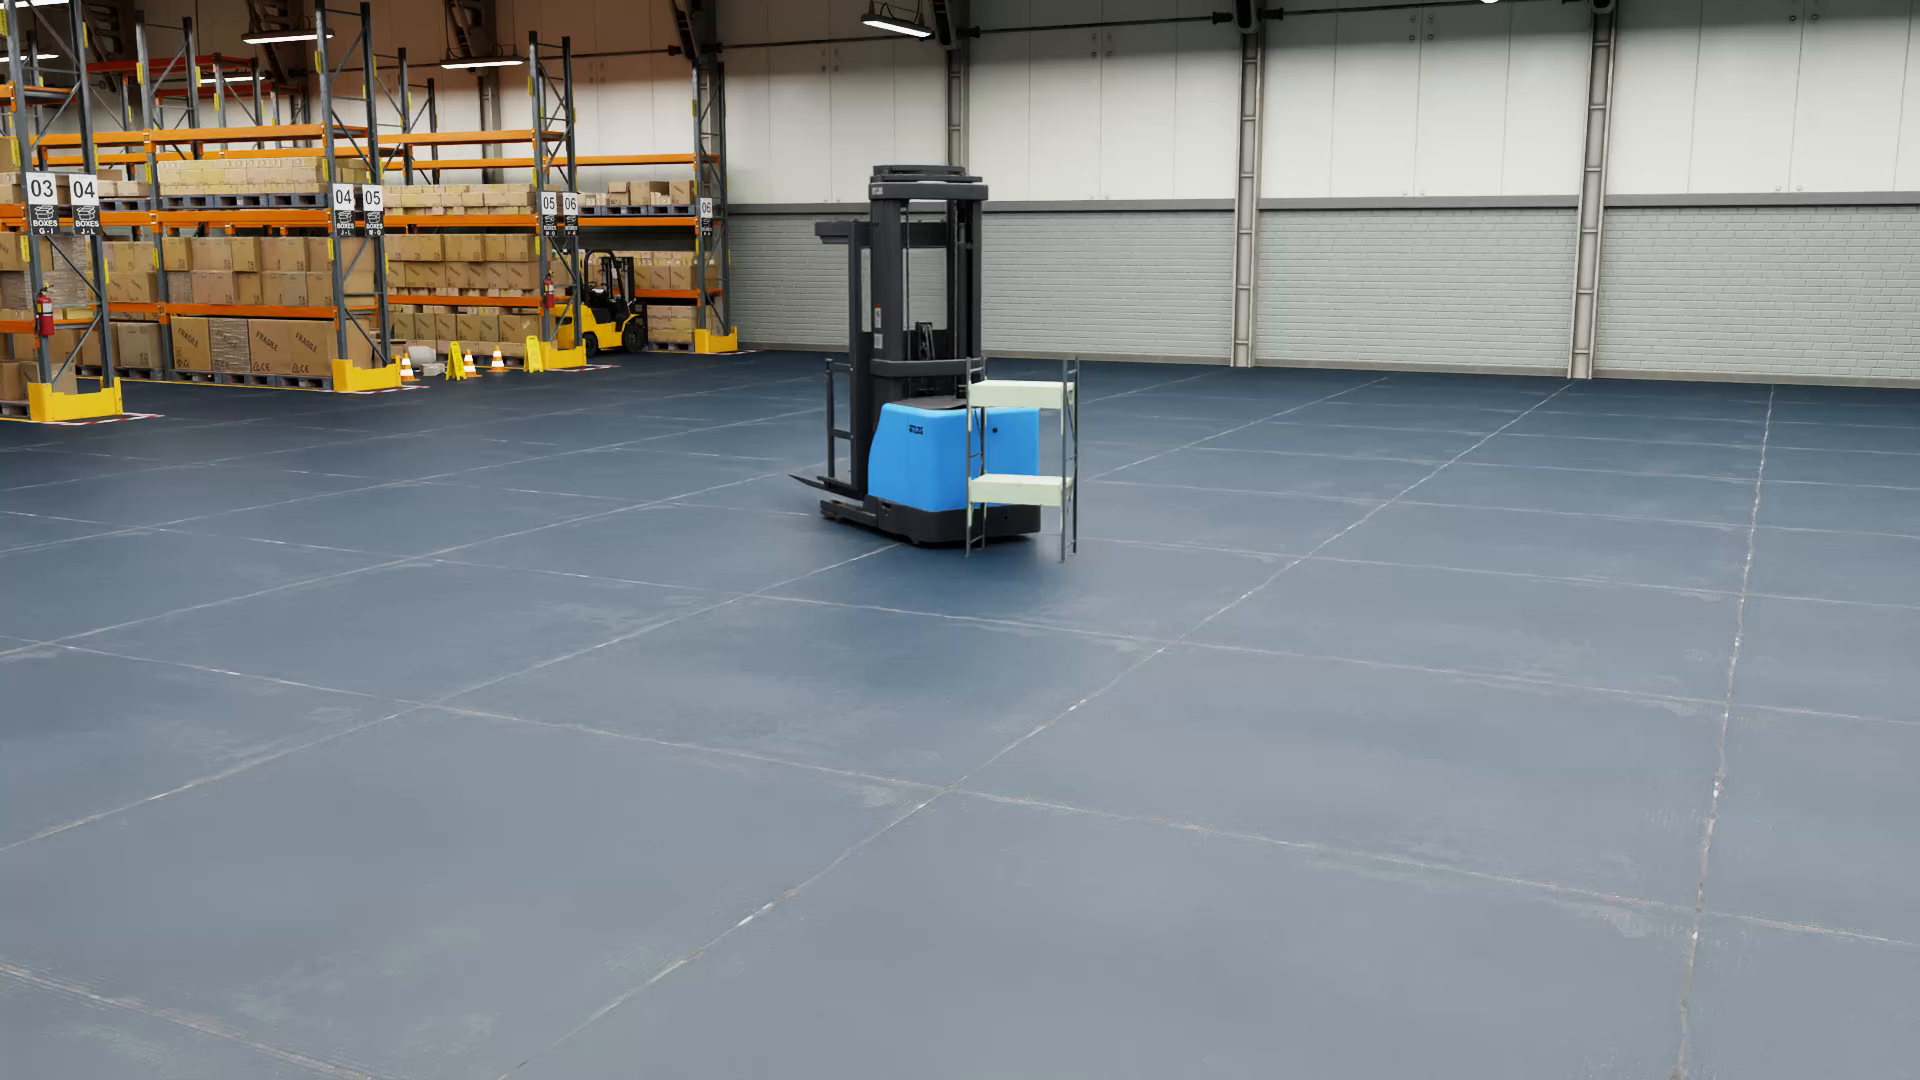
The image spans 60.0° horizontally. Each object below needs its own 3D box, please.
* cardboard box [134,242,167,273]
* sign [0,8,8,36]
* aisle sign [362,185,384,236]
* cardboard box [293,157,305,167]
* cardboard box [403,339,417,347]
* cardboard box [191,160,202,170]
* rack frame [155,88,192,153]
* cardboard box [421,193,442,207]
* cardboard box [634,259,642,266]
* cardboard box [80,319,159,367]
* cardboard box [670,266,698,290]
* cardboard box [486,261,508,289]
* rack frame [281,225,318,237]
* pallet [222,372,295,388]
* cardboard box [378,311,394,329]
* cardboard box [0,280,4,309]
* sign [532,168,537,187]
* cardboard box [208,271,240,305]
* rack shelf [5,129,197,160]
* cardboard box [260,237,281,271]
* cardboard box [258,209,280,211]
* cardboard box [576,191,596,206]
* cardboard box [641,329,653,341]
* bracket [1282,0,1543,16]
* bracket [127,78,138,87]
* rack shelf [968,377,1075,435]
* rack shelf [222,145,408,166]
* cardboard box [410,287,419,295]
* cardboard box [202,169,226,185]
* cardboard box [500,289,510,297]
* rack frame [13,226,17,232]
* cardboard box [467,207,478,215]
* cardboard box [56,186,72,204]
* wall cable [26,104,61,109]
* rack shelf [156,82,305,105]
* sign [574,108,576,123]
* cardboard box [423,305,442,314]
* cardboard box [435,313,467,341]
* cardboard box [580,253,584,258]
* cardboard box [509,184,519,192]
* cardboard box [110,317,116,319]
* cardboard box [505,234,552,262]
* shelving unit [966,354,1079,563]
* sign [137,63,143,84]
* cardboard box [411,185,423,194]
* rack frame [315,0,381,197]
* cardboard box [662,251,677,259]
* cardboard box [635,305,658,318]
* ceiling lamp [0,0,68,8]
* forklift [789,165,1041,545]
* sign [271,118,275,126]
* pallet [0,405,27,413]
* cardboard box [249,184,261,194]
[{"bbox_3d":[-13.537,-4.799,28.234,0.500,0.500,0.700,5,11,25],"label":"cardboard box"},{"bbox_3d":[-12.051,-6.523,20.934,0.005,0.325,0.100,5,11,26],"label":"sign"},{"bbox_3d":[-9.306,-5.226,26.382,0.004,0.787,0.394,5,11,26],"label":"aisle sign"},{"bbox_3d":[-10.177,-5.897,25.975,0.250,0.149,0.380,5,11,26],"label":"cardboard box"},{"bbox_3d":[-10.580,-3.782,32.246,0.500,0.250,0.500,4,11,23],"label":"cardboard box"},{"bbox_3d":[-12.229,-6.077,26.970,0.250,0.149,0.380,5,11,25],"label":"cardboard box"},{"bbox_3d":[-19.558,-9.709,41.606,0.127,3.000,1.000,5,11,26],"label":"rack frame"},{"bbox_3d":[-9.806,-6.407,31.374,0.500,0.250,0.500,5,11,26],"label":"cardboard box"},{"bbox_3d":[-6.806,-5.944,35.548,0.250,0.149,0.380,5,11,26],"label":"cardboard box"},{"bbox_3d":[-14.549,-3.430,28.899,0.750,0.750,1.050,5,11,26],"label":"cardboard box"},{"bbox_3d":[-5.767,-5.542,35.147,0.500,0.500,0.500,5,11,25],"label":"cardboard box"},{"bbox_3d":[-8.458,-4.937,30.972,0.500,0.500,0.500,5,11,26],"label":"cardboard box"},{"bbox_3d":[-15.971,-6.441,40.398,0.127,3.000,1.000,5,11,26],"label":"rack frame"},{"bbox_3d":[-11.344,-2.679,27.440,1.213,0.211,1.003,5,11,26],"label":"pallet"},{"bbox_3d":[-13.302,-5.143,39.064,0.500,0.500,0.500,5,11,25],"label":"cardboard box"},{"bbox_3d":[-12.770,-3.384,22.387,0.500,0.500,0.875,5,11,26],"label":"cardboard box"},{"bbox_3d":[-7.666,-6.527,29.965,0.005,0.325,0.100,5,11,26],"label":"sign"},{"bbox_3d":[-11.818,-4.165,27.399,0.550,0.550,0.875,5,11,26],"label":"cardboard box"},{"bbox_3d":[-14.883,-6.778,28.558,4.000,0.370,1.077,5,11,26],"label":"rack shelf"},{"bbox_3d":[-10.794,-4.639,26.988,0.550,0.550,0.875,5,11,26],"label":"cardboard box"},{"bbox_3d":[-13.731,-6.782,33.578,0.500,0.500,0.700,5,11,26],"label":"cardboard box"},{"bbox_3d":[-8.158,-7.395,36.033,0.500,0.311,0.500,5,12,27],"label":"cardboard box"},{"bbox_3d":[-6.657,-4.418,35.758,0.500,0.250,0.500,5,11,26],"label":"cardboard box"},{"bbox_3d":[7.867,-9.179,28.569,4.783,0.066,0.076,5,11,26],"label":"bracket"},{"bbox_3d":[-21.362,-11.747,42.761,0.430,0.232,0.235,5,11,26],"label":"bracket"},{"bbox_3d":[0.468,-1.003,12.371,0.720,0.370,0.431,3,11,17],"label":"rack shelf"},{"bbox_3d":[-12.783,-7.577,32.970,4.000,0.370,1.077,5,11,26],"label":"rack shelf"},{"bbox_3d":[-10.348,-4.791,31.983,0.250,0.149,0.380,5,11,26],"label":"cardboard box"},{"bbox_3d":[-11.869,-5.861,26.897,0.500,0.250,0.500,5,11,25],"label":"cardboard box"},{"bbox_3d":[-8.329,-4.600,30.931,0.250,0.149,0.380,5,11,25],"label":"cardboard box"},{"bbox_3d":[-21.751,-5.964,37.758,0.127,3.000,1.000,5,11,26],"label":"rack frame"},{"bbox_3d":[-8.982,-6.144,31.038,0.250,0.149,0.380,5,11,24],"label":"cardboard box"},{"bbox_3d":[-12.105,-4.602,22.231,0.500,0.250,0.500,5,12,28],"label":"cardboard box"},{"bbox_3d":[-24.053,-13.095,44.698,0.133,3.039,2.988,5,11,26],"label":"wall cable"},{"bbox_3d":[-17.764,-10.832,40.503,4.000,0.370,1.077,5,11,26],"label":"rack shelf"},{"bbox_3d":[-8.529,-9.387,36.763,0.005,0.325,0.100,5,11,26],"label":"sign"},{"bbox_3d":[-10.033,-4.411,31.792,0.250,0.149,0.380,6,12,28],"label":"cardboard box"},{"bbox_3d":[-9.630,-4.070,31.729,0.500,0.500,0.500,6,12,29],"label":"cardboard box"},{"bbox_3d":[-8.135,-6.228,36.284,0.250,0.149,0.380,5,11,25],"label":"cardboard box"},{"bbox_3d":[-8.051,-6.454,30.509,0.250,0.149,0.380,5,12,27],"label":"cardboard box"},{"bbox_3d":[-18.679,-4.661,36.576,0.875,0.438,0.875,5,11,25],"label":"cardboard box"},{"bbox_3d":[-7.957,-5.396,30.697,0.500,0.500,0.700,5,11,24],"label":"cardboard box"},{"bbox_3d":[0.468,-0.619,12.440,0.755,1.500,0.431,3,11,17],"label":"shelving unit"},{"bbox_3d":[-13.318,-7.582,27.013,0.005,0.325,0.100,5,11,26],"label":"sign"},{"bbox_3d":[-10.149,-6.623,31.444,0.250,0.149,0.380,5,11,25],"label":"cardboard box"},{"bbox_3d":[-9.502,-6.856,25.846,0.127,3.000,1.000,5,11,26],"label":"rack frame"},{"bbox_3d":[-6.105,-6.036,35.221,0.250,0.149,0.380,5,12,27],"label":"cardboard box"},{"bbox_3d":[-6.678,-4.905,35.645,0.500,0.250,0.500,5,11,27],"label":"cardboard box"},{"bbox_3d":[-14.034,-9.689,25.108,2.000,3.185,0.800,5,11,26],"label":"ceiling lamp"},{"bbox_3d":[-0.533,-1.625,13.979,1.130,2.935,3.031,-6,12,-29],"label":"forklift"},{"bbox_3d":[-16.227,-9.807,39.303,0.005,0.325,0.100,5,11,26],"label":"sign"},{"bbox_3d":[-13.658,-1.920,23.246,1.213,0.211,1.003,5,11,26],"label":"pallet"},{"bbox_3d":[-11.089,-5.585,26.488,0.250,0.149,0.380,5,11,26],"label":"cardboard box"}]
